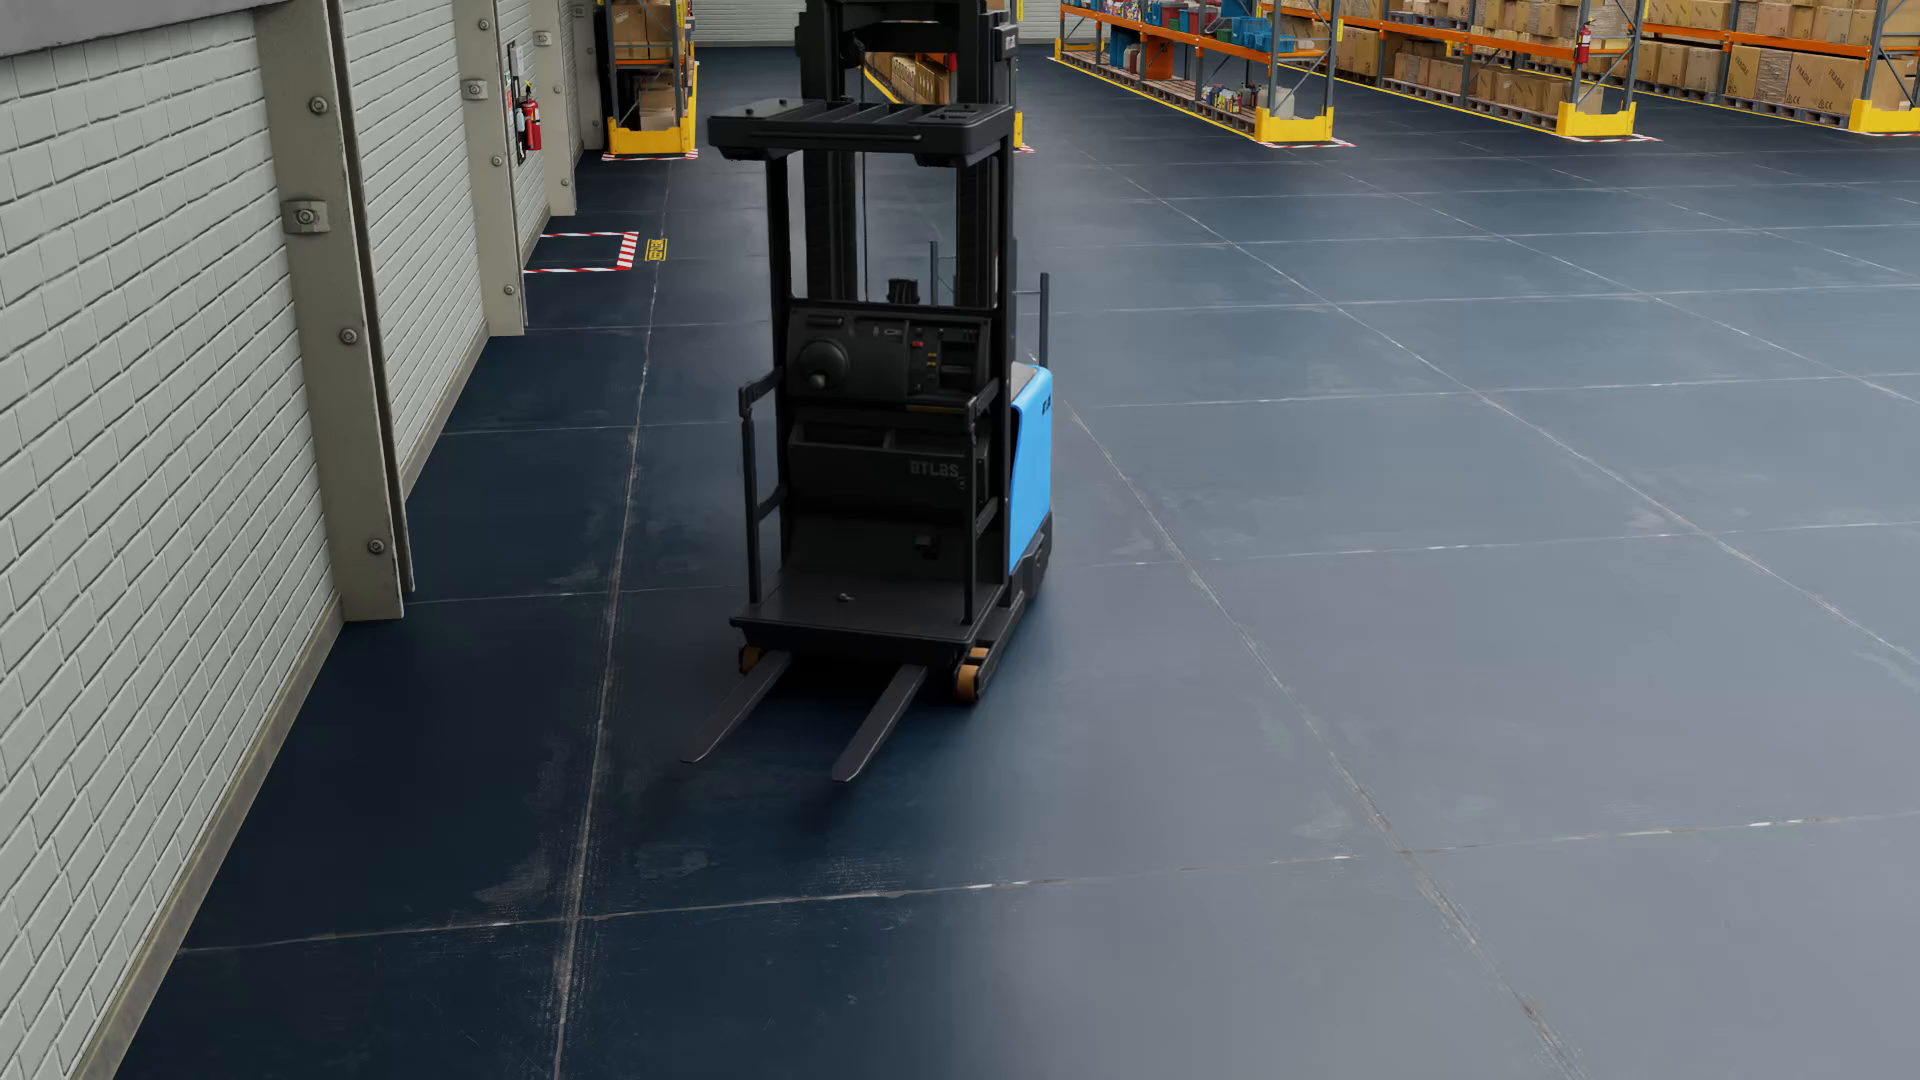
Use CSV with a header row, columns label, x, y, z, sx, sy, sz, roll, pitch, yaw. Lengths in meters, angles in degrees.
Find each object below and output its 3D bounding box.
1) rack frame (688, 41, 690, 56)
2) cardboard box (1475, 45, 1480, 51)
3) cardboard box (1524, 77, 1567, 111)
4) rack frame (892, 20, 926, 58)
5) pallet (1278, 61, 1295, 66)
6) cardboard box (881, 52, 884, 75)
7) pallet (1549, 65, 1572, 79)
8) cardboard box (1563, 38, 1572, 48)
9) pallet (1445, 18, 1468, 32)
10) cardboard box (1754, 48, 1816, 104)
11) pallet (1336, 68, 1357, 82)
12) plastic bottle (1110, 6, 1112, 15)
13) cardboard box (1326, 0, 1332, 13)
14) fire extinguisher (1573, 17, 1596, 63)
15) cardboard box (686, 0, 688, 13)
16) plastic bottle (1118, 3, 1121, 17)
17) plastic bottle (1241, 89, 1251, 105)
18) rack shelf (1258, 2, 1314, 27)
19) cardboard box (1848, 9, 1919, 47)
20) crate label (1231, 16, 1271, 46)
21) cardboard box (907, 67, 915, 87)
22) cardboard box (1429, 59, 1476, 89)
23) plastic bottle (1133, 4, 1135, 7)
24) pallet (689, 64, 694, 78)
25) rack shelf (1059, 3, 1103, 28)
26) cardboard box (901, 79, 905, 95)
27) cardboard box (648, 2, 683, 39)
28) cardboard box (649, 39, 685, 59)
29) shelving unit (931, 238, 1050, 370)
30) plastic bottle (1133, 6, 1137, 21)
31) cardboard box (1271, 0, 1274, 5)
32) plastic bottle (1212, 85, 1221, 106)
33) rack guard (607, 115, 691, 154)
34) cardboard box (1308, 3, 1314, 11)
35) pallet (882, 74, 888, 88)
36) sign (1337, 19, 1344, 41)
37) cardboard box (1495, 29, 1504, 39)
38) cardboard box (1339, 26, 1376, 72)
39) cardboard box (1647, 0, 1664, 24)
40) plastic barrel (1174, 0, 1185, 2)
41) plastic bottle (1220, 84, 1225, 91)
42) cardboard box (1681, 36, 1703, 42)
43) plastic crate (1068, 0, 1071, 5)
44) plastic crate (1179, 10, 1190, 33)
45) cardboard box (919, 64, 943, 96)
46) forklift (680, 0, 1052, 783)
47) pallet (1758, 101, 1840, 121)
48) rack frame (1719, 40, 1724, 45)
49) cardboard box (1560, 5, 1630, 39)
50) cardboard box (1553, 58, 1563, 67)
label,x,y,z,sx,sy,sz,roll,pitch,yaw
rack frame,-6.872,-12.655,38.811,1.000,3.000,0.127,-3,21,-8
cardboard box,12.735,-11.933,40.354,0.380,0.149,0.250,-3,21,-8
cardboard box,9.874,-7.530,28.063,0.500,0.500,0.500,-1,21,-3
rack frame,-0.817,-10.136,32.067,1.000,3.000,0.127,-3,21,-8
pallet,8.198,-11.403,39.446,1.003,0.211,1.213,-3,21,-8
cardboard box,-1.340,-9.844,34.228,0.500,0.500,0.500,-4,21,-10
pallet,13.625,-10.235,36.319,1.003,0.211,1.213,-3,21,-8
cardboard box,9.859,-7.922,26.498,0.380,0.149,0.250,-3,21,-8
pallet,9.597,-9.431,30.455,1.003,0.211,1.213,-3,21,-8
cardboard box,14.641,-8.133,29.140,0.875,0.875,0.875,-3,21,-7
pallet,8.775,-10.026,35.759,1.003,0.211,1.213,-3,21,-8
plastic bottle,3.255,-11.295,35.454,0.097,0.201,0.097,0,20,0
cardboard box,8.302,-11.720,36.166,0.500,0.500,0.500,-3,21,-8
fire extinguisher,9.700,-7.765,25.831,0.296,0.674,0.183,-3,21,-8
cardboard box,-6.457,-11.852,36.233,0.980,0.700,0.700,-3,21,-9
plastic bottle,3.355,-11.087,34.798,0.097,0.271,0.097,0,20,0
plastic bottle,4.924,-7.639,28.645,0.152,0.276,0.135,-3,21,-8
rack shelf,8.121,-12.375,39.090,1.077,0.370,4.000,-3,21,-8
cardboard box,14.964,-8.276,26.873,0.875,0.550,0.550,-3,21,-8
crate label,4.705,-8.255,26.980,0.502,0.435,0.616,-3,21,-8
cardboard box,-0.664,-8.228,29.487,0.500,0.311,0.500,-2,21,-6
cardboard box,9.364,-8.858,31.589,0.700,0.500,0.500,-5,21,-12
plastic bottle,3.764,-11.543,36.120,0.097,0.201,0.097,0,20,0
pallet,-6.327,-10.231,36.306,1.003,0.211,1.213,-3,21,-8
rack shelf,3.220,-12.125,38.421,1.077,0.370,4.000,-3,21,-8
cardboard box,-0.804,-8.317,30.527,0.500,0.250,0.500,-2,21,-7
cardboard box,-4.398,-7.757,24.813,0.500,0.500,0.500,-3,21,-8
cardboard box,-4.322,-7.239,24.497,0.500,0.250,0.500,-4,21,-9
shelving unit,0.150,-0.853,9.355,0.538,1.500,1.048,-3,21,-7
plastic bottle,3.545,-10.631,33.576,0.097,0.271,0.097,0,20,0
cardboard box,7.672,-12.879,39.771,0.380,0.149,0.250,-3,21,-9
plastic bottle,4.395,-7.599,28.432,0.144,0.351,0.185,-4,21,-10
rack guard,-4.576,-5.970,24.487,1.175,0.500,0.348,-3,21,-8
cardboard box,8.042,-11.991,37.392,0.380,0.149,0.250,-3,21,-7
pallet,-1.060,-9.512,34.381,1.003,0.211,1.213,-3,21,-8
sign,5.783,-7.771,25.339,0.100,0.325,0.005,-3,21,-8
cardboard box,9.424,-8.695,28.568,0.380,0.149,0.250,-3,21,-8
cardboard box,8.786,-10.385,35.170,1.225,0.875,0.875,-3,21,-8
cardboard box,13.855,-10.377,32.569,0.500,0.500,0.500,-3,21,-8
plastic barrel,4.452,-10.303,32.320,0.600,0.536,0.708,-3,21,-8
plastic bottle,4.510,-7.672,28.626,0.144,0.351,0.185,-3,21,-8
cardboard box,18.102,-12.048,40.249,0.875,0.438,0.875,-4,21,-9
plastic crate,2.737,-12.774,39.284,0.416,0.233,0.300,-3,21,-8
plastic crate,4.195,-9.358,30.008,0.392,0.384,0.575,-3,21,-8
cardboard box,-0.404,-7.662,27.701,0.500,0.500,0.500,-3,21,-8
forklift,-0.372,-0.809,7.192,1.130,2.935,3.031,5,21,13
pallet,14.697,-7.468,28.909,1.003,0.211,1.213,-3,21,-8
rack frame,18.216,-12.519,38.448,1.000,3.000,0.127,-3,21,-8
cardboard box,10.087,-8.242,26.430,0.875,0.500,0.500,-3,21,-8
cardboard box,13.343,-10.627,36.355,0.500,0.500,0.500,-3,21,-7
